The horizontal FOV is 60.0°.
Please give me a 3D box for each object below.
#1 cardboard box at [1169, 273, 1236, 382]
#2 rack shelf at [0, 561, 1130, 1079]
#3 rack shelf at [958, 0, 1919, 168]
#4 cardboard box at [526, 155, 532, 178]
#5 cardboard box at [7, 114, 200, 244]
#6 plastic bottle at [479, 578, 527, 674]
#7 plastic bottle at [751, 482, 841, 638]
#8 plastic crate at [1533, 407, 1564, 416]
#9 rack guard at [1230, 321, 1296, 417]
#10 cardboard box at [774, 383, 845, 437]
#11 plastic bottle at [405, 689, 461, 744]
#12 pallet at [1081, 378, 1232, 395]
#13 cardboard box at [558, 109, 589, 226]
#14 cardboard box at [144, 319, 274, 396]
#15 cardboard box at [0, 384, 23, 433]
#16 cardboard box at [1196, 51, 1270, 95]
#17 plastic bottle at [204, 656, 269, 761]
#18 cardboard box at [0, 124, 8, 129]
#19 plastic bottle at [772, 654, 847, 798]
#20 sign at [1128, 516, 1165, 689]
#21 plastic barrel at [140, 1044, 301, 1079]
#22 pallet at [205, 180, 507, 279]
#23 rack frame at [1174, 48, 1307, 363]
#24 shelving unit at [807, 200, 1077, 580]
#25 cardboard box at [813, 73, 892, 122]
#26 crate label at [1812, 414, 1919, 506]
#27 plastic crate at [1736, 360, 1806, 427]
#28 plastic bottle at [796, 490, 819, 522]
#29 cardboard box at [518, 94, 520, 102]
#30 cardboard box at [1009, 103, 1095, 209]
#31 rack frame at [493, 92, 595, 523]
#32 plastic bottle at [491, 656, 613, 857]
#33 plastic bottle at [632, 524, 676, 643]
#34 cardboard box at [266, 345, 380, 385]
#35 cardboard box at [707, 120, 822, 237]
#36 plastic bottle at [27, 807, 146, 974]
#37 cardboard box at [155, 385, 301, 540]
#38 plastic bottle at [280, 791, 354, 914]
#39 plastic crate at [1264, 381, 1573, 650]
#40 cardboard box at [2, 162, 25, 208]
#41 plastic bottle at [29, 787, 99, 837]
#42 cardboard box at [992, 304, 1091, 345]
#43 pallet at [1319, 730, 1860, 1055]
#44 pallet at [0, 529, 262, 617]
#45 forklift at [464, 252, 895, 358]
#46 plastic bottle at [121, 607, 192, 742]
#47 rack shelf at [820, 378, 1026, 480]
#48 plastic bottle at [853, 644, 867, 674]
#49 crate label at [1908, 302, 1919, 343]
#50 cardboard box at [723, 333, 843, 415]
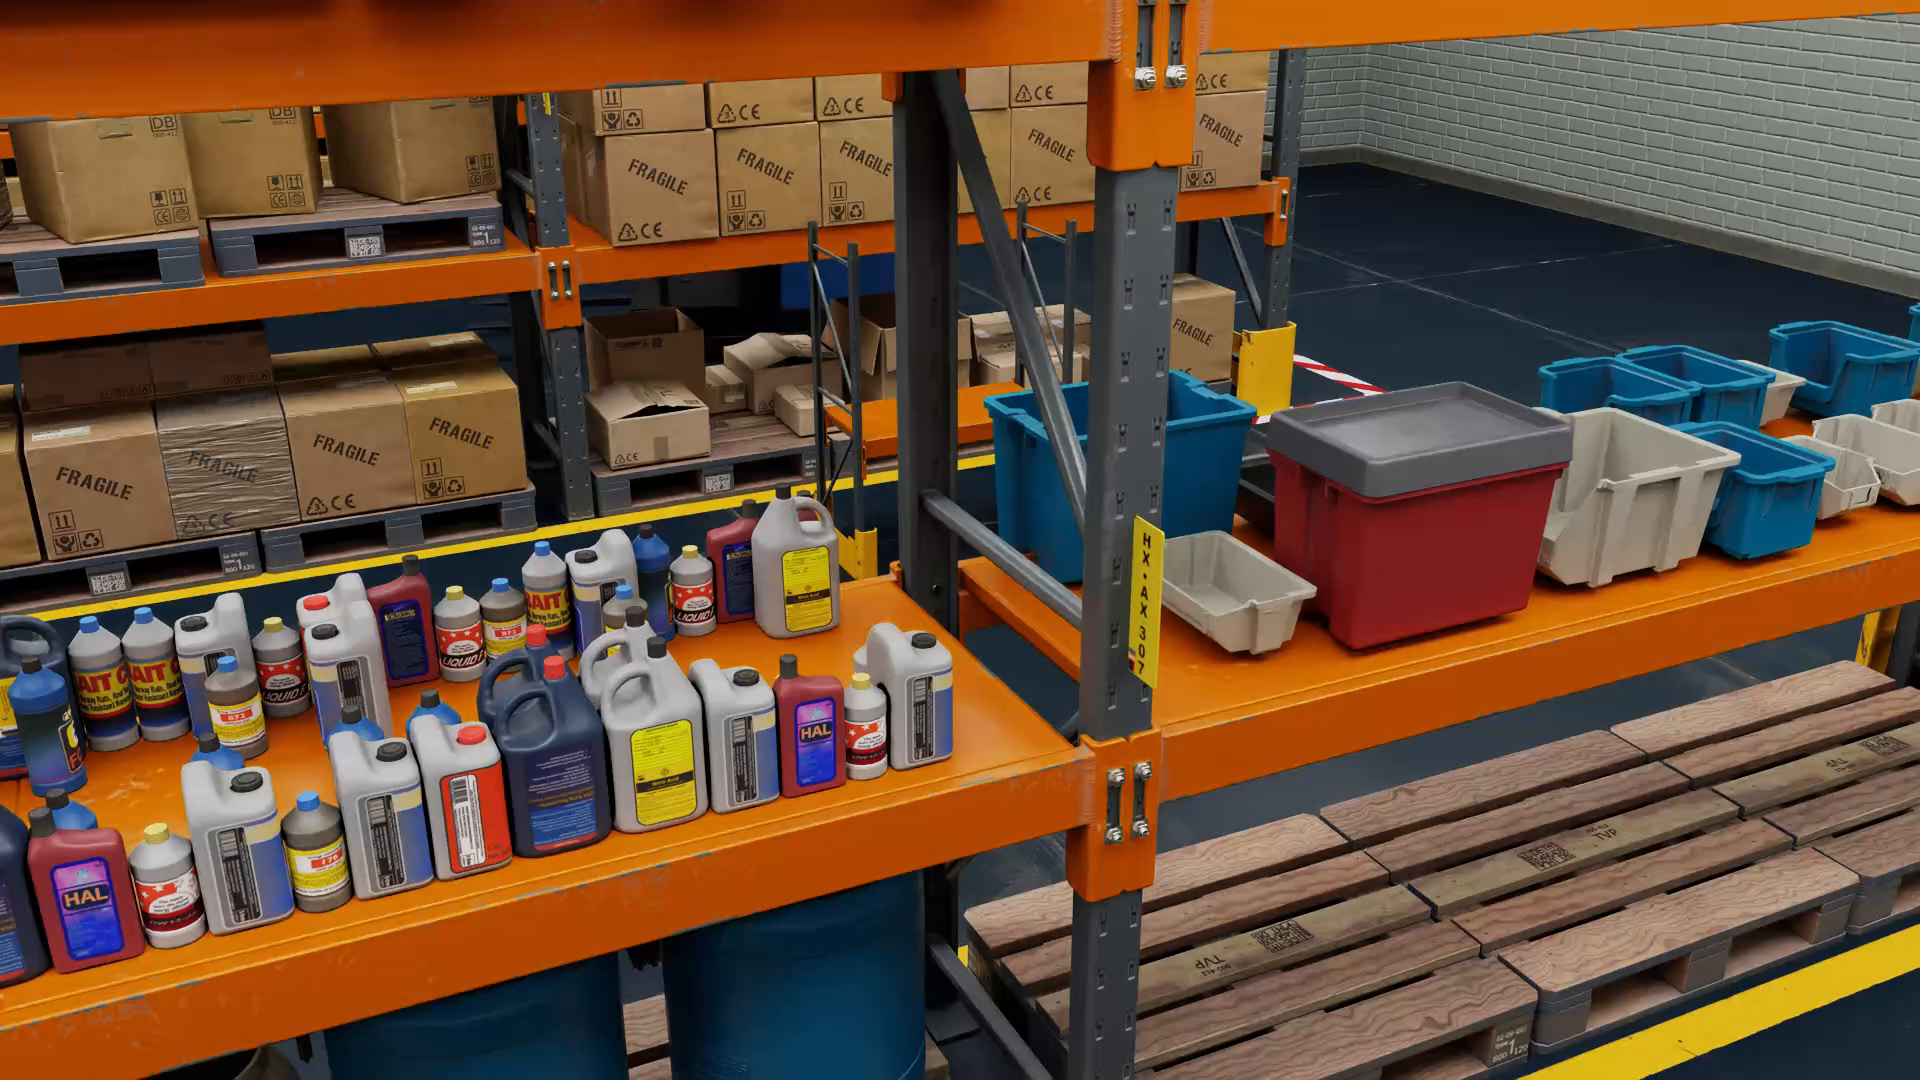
[{"bbox_3d":[1.194,-1.186,9.386,0.500,0.500,0.500,-10,25,-24],"label":"cardboard box"},{"bbox_3d":[-1.684,0.723,3.023,4.000,0.370,1.077,-10,25,-24],"label":"rack shelf"},{"bbox_3d":[1.920,-1.327,4.052,4.000,0.370,1.077,-10,25,-24],"label":"rack shelf"},{"bbox_3d":[-3.073,-2.777,12.408,0.250,0.149,0.380,-10,24,-22],"label":"cardboard box"},{"bbox_3d":[-3.592,-1.575,6.954,0.500,0.500,0.700,-18,29,-37],"label":"cardboard box"},{"bbox_3d":[-0.998,0.182,3.647,0.097,0.201,0.097,0,22,0],"label":"plastic bottle"},{"bbox_3d":[-0.376,0.035,3.809,0.185,0.351,0.144,-10,25,-24],"label":"plastic bottle"},{"bbox_3d":[1.556,-0.240,4.674,0.466,0.136,0.293,-10,25,-24],"label":"plastic crate"},{"bbox_3d":[1.509,-1.145,9.863,0.348,0.500,1.175,-10,25,-24],"label":"rack guard"},{"bbox_3d":[-0.780,-0.685,8.613,0.250,0.166,0.380,-10,25,-24],"label":"cardboard box"},{"bbox_3d":[-0.952,0.399,3.032,0.097,0.271,0.097,0,22,0],"label":"plastic bottle"},{"bbox_3d":[0.791,-0.879,9.598,1.213,0.211,1.003,-10,25,-24],"label":"pallet"},{"bbox_3d":[-1.688,-1.867,8.207,0.500,0.500,0.500,-10,25,-23],"label":"cardboard box"},{"bbox_3d":[-3.470,-0.882,7.671,0.500,0.250,0.500,-10,25,-24],"label":"cardboard box"},{"bbox_3d":[-4.424,-0.356,7.381,0.500,0.500,0.500,-11,25,-26],"label":"cardboard box"},{"bbox_3d":[1.295,-2.652,8.798,0.500,0.500,0.500,-11,25,-24],"label":"cardboard box"},{"bbox_3d":[-1.437,0.328,3.296,0.097,0.201,0.097,0,22,0],"label":"plastic bottle"},{"bbox_3d":[-6.239,-2.783,10.854,0.250,0.149,0.380,-10,25,-23],"label":"cardboard box"},{"bbox_3d":[-0.286,0.343,3.152,0.133,0.283,0.061,-10,25,-24],"label":"plastic bottle"},{"bbox_3d":[0.355,0.120,3.175,0.005,0.325,0.100,-10,25,-24],"label":"sign"},{"bbox_3d":[-1.565,1.279,3.443,0.421,0.512,0.421,0,22,0],"label":"plastic barrel"},{"bbox_3d":[-2.795,-1.466,7.620,1.213,0.211,1.003,-10,25,-24],"label":"pallet"},{"bbox_3d":[1.577,-2.313,9.415,0.127,3.000,1.000,-10,25,-24],"label":"rack frame"},{"bbox_3d":[-0.069,-0.680,7.433,1.083,1.500,0.587,-10,25,-24],"label":"shelving unit"},{"bbox_3d":[-0.553,-2.309,7.969,0.500,0.500,0.500,-11,25,-25],"label":"cardboard box"},{"bbox_3d":[2.558,-0.216,4.615,0.243,0.136,0.396,-10,25,-24],"label":"crate label"},{"bbox_3d":[2.421,-0.446,5.173,0.298,0.136,0.250,-10,25,-24],"label":"plastic crate"},{"bbox_3d":[-0.398,0.026,3.918,0.133,0.283,0.061,-10,25,-24],"label":"plastic bottle"},{"bbox_3d":[-3.683,-3.579,12.081,0.700,0.700,0.980,-10,25,-23],"label":"cardboard box"},{"bbox_3d":[0.374,-2.023,8.584,0.500,0.500,0.500,-10,25,-23],"label":"cardboard box"},{"bbox_3d":[-2.027,-1.649,7.812,0.127,3.000,1.000,-10,25,-24],"label":"rack frame"},{"bbox_3d":[-0.735,0.377,2.982,0.185,0.351,0.144,-10,25,-24],"label":"plastic bottle"},{"bbox_3d":[-0.702,0.095,3.766,0.097,0.271,0.097,0,22,0],"label":"plastic bottle"},{"bbox_3d":[-3.045,-0.609,7.992,0.500,0.500,0.500,-10,25,-23],"label":"cardboard box"},{"bbox_3d":[-0.990,-1.772,7.978,0.500,0.500,0.500,-10,24,-23],"label":"cardboard box"},{"bbox_3d":[-1.400,0.548,2.656,0.133,0.283,0.061,-10,25,-24],"label":"plastic bottle"},{"bbox_3d":[-3.249,-0.355,7.378,0.500,0.500,0.500,-10,25,-23],"label":"cardboard box"},{"bbox_3d":[-1.095,0.522,2.826,0.097,0.201,0.097,0,22,0],"label":"plastic bottle"},{"bbox_3d":[1.031,-0.061,3.812,0.583,0.464,0.402,-10,25,-24],"label":"plastic crate"},{"bbox_3d":[-6.272,-2.113,11.194,0.750,0.750,0.750,-11,25,-24],"label":"cardboard box"},{"bbox_3d":[-1.450,0.530,2.717,0.097,0.271,0.097,0,22,0],"label":"plastic bottle"},{"bbox_3d":[0.514,-1.170,9.675,0.500,0.250,0.500,-10,25,-24],"label":"cardboard box"},{"bbox_3d":[1.864,1.008,5.040,1.213,0.211,1.003,-10,25,-24],"label":"pallet"},{"bbox_3d":[-3.845,-0.009,7.496,1.213,0.211,1.003,-10,25,-24],"label":"pallet"},{"bbox_3d":[-1.645,-2.683,10.400,3.031,2.935,1.130,-3,23,-8],"label":"forklift"},{"bbox_3d":[-1.624,0.265,3.356,0.097,0.271,0.097,0,22,0],"label":"plastic bottle"},{"bbox_3d":[-0.077,-0.513,7.498,1.000,0.185,0.538,-10,25,-24],"label":"rack shelf"},{"bbox_3d":[-0.168,0.287,3.394,0.097,0.201,0.097,0,22,0],"label":"plastic bottle"},{"bbox_3d":[3.357,-0.628,5.486,0.303,0.233,0.416,-10,25,-24],"label":"crate label"},{"bbox_3d":[-0.961,-0.927,9.008,0.500,0.311,0.500,-10,25,-24],"label":"cardboard box"}]
